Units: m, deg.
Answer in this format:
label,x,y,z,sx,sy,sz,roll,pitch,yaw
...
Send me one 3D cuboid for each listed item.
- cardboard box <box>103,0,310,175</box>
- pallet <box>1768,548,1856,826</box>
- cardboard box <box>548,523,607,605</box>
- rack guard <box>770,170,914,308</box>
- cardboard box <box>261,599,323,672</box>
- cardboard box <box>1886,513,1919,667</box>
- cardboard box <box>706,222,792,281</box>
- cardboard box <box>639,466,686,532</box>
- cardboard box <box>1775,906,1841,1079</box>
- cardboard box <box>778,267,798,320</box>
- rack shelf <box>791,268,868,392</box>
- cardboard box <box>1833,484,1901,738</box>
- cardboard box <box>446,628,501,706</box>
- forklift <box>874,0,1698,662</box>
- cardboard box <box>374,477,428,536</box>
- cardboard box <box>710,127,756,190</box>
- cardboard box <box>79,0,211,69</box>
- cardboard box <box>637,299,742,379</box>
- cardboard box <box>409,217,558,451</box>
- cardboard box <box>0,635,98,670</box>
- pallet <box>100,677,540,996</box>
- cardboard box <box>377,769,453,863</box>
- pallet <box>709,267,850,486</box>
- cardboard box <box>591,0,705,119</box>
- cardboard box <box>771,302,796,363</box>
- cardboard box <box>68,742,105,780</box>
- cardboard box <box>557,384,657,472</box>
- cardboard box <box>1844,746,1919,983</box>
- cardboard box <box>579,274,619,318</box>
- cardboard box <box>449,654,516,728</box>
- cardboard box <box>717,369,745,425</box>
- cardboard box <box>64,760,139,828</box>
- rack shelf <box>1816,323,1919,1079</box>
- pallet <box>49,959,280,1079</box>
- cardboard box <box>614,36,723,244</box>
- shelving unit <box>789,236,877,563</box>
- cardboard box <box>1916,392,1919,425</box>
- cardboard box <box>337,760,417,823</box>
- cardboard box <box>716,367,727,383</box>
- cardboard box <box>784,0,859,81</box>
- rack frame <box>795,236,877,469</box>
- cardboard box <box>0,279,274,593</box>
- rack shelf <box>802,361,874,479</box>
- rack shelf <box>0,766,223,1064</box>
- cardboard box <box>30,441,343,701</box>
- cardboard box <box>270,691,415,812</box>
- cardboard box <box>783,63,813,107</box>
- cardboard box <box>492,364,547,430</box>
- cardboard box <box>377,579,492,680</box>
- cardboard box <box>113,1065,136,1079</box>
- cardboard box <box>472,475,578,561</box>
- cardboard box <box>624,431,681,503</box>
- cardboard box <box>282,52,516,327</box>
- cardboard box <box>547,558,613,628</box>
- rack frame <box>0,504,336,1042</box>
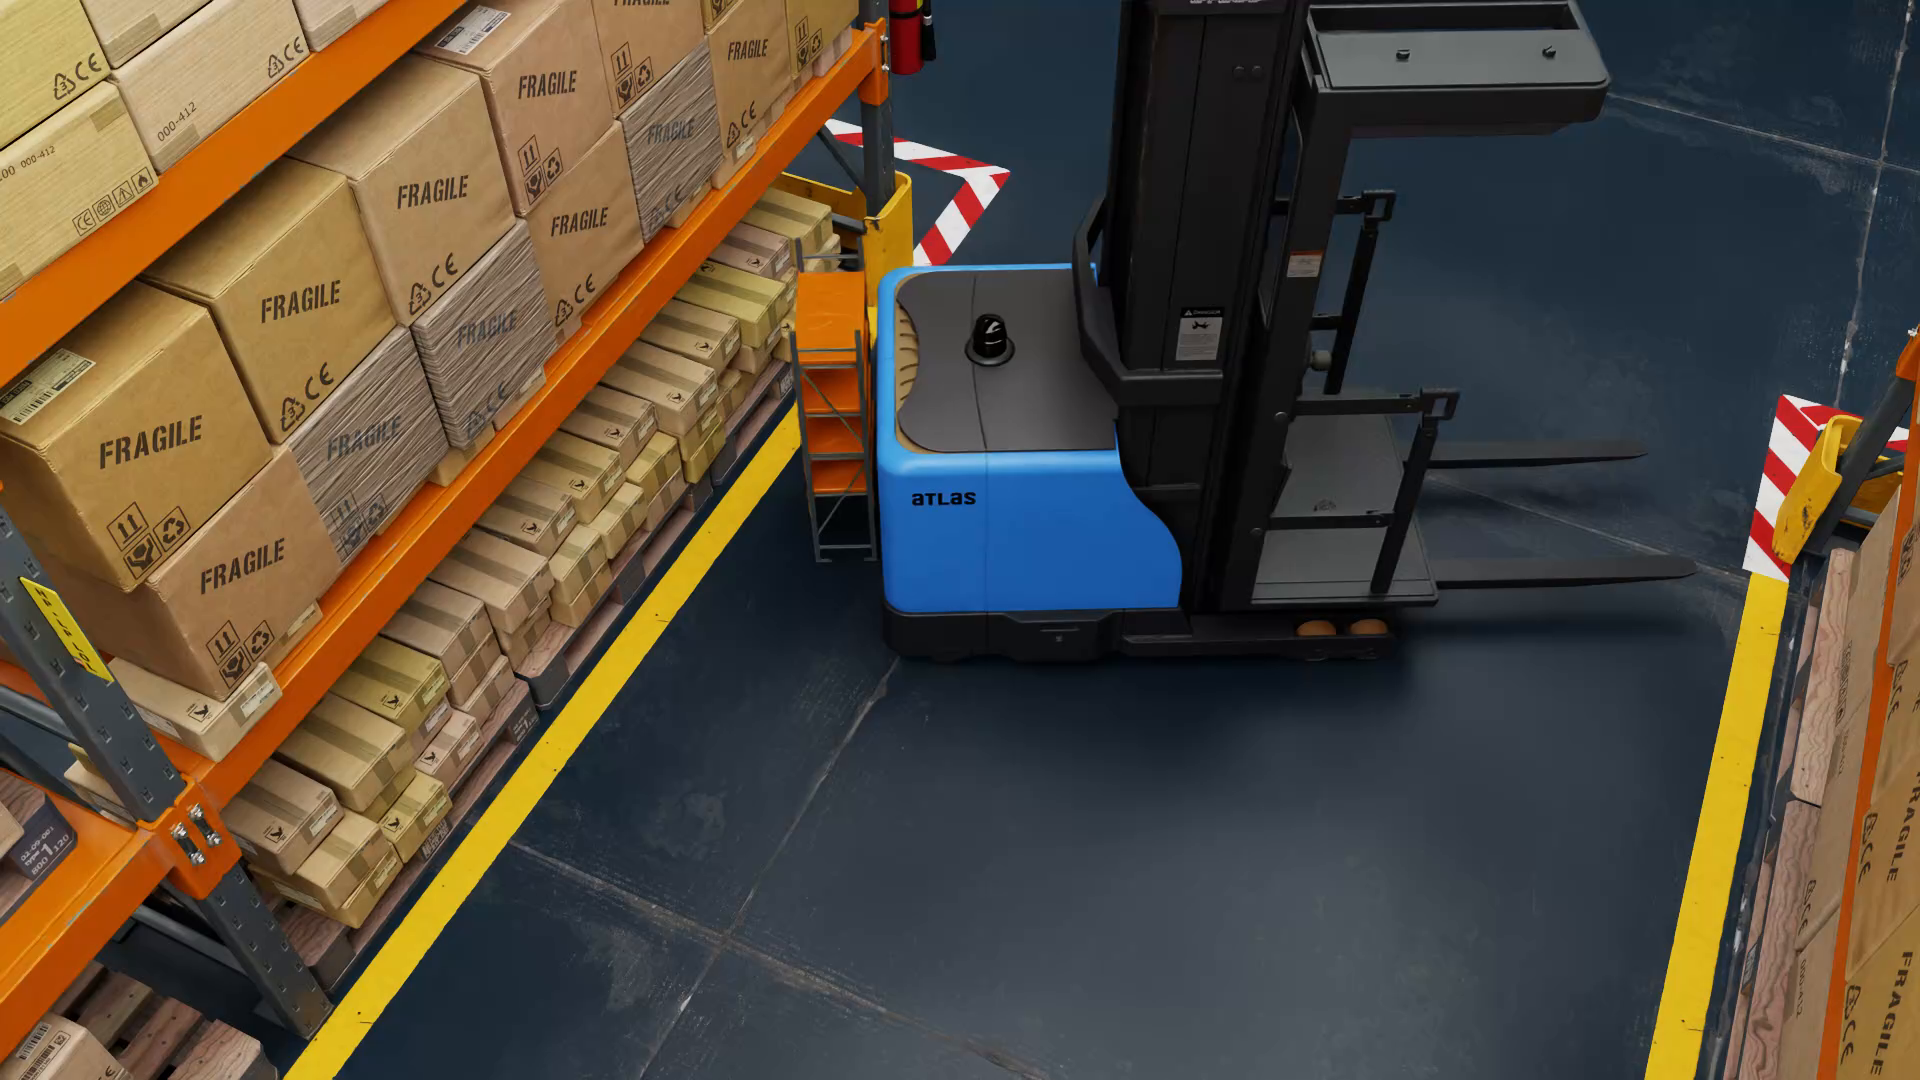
label,x,y,z,sx,sy,sz,roll,pitch,yaw
cardboard box,-1.826,-1.106,3.666,0.500,0.250,0.500,19,52,16
pallet,3.488,0.664,5.861,1.003,0.211,1.213,20,52,16
cardboard box,-1.504,0.041,5.961,0.380,0.149,0.250,19,52,16
rack guard,-0.792,-1.494,7.508,1.175,0.500,0.348,20,52,16
cardboard box,-2.008,0.189,4.600,0.380,0.149,0.250,21,53,17
cardboard box,2.870,0.091,4.452,0.500,0.500,0.500,20,52,16
cardboard box,-0.916,-1.160,6.788,0.380,0.149,0.250,21,53,17
cardboard box,-1.286,-0.222,6.381,0.380,0.149,0.250,21,53,17
cardboard box,2.798,1.619,4.624,0.875,0.438,0.875,18,52,15
cardboard box,-0.887,-1.046,6.887,0.380,0.149,0.250,19,52,15
rack shelf,-0.458,-0.750,5.898,0.258,0.148,0.480,-1,50,-1
cardboard box,3.568,0.366,5.691,0.875,0.438,0.875,18,52,15
cardboard box,-1.808,0.376,5.676,0.380,0.149,0.250,17,52,14
forklift,1.217,-0.907,5.412,3.031,2.935,1.130,-1,50,-1
cardboard box,-1.821,-0.197,4.928,0.380,0.149,0.250,18,52,14
cardboard box,-0.965,-1.439,5.985,0.380,0.149,0.250,21,53,17
cardboard box,-1.828,-1.282,3.488,0.500,0.250,0.500,20,52,16
cardboard box,-1.080,-0.783,6.467,0.380,0.149,0.250,18,52,15
cardboard box,-1.576,-0.668,4.903,0.500,0.500,0.500,19,52,15
cardboard box,-2.558,0.207,4.585,0.380,0.149,0.250,19,52,16
pallet,-2.213,0.828,5.722,1.003,0.211,1.213,20,52,16
cardboard box,-1.909,0.856,5.463,0.380,0.149,0.250,21,53,17
pallet,-1.171,-0.852,7.152,1.003,0.211,1.213,20,52,16
cardboard box,-1.161,-1.703,5.127,0.500,0.500,0.500,22,53,18
cardboard box,-0.814,-0.928,6.982,0.380,0.149,0.250,21,53,17
cardboard box,-2.552,0.663,5.237,0.380,0.149,0.250,21,53,17
cardboard box,-1.357,-0.434,6.171,0.380,0.149,0.250,18,52,15
cardboard box,2.434,0.797,3.852,0.500,0.500,0.500,19,52,16
cardboard box,-1.372,-0.912,5.537,0.380,0.149,0.250,21,53,17
cardboard box,-1.786,0.477,5.786,0.380,0.149,0.250,19,52,15
cardboard box,-1.099,-0.600,6.702,0.380,0.149,0.250,20,53,16
cardboard box,-2.621,0.769,5.342,0.380,0.149,0.250,21,53,17
rack shelf,2.905,0.795,4.391,1.077,0.370,4.000,20,52,16
pallet,-2.800,1.838,4.862,1.003,0.211,1.213,20,52,16
cardboard box,-1.151,-1.387,5.515,0.500,0.500,0.500,20,52,16
shelving unit,-0.454,-0.495,6.197,0.258,1.200,0.503,-1,50,-1
cardboard box,3.295,-0.611,5.050,0.500,0.500,0.500,19,52,16
cardboard box,-1.997,0.740,5.366,0.380,0.149,0.250,20,53,16
cardboard box,-1.155,-0.699,6.591,0.380,0.149,0.250,19,52,16
cardboard box,-0.719,-2.092,6.115,0.500,0.500,0.500,21,53,17
rack frame,-0.460,-0.681,6.355,0.240,1.200,0.015,-1,50,-1
cardboard box,-2.055,-0.286,3.922,0.500,0.500,0.500,21,53,17
rack shelf,-0.454,-0.451,6.248,0.258,0.148,0.480,-1,50,-1
rack shelf,-3.323,2.008,3.359,1.077,0.370,4.000,20,52,16
cardboard box,-2.029,0.010,4.326,0.500,0.500,0.500,19,52,15
cardboard box,-1.963,0.653,5.246,0.380,0.149,0.250,22,53,18
cardboard box,-0.783,-1.799,6.292,0.380,0.149,0.250,20,52,16
cardboard box,-1.533,-0.532,5.213,0.380,0.149,0.250,22,53,18
cardboard box,-1.808,0.276,5.567,0.380,0.149,0.250,19,52,15
cardboard box,-2.557,1.664,4.546,0.500,0.500,0.500,19,52,15
cardboard box,-1.584,-0.088,5.876,0.380,0.149,0.250,18,52,15
cardboard box,-1.283,-0.319,6.268,0.380,0.149,0.250,22,53,18
cardboard box,-1.604,-0.985,4.516,0.500,0.500,0.500,21,53,17
cardboard box,-1.505,0.133,6.079,0.380,0.149,0.250,19,52,15
rack frame,-2.468,0.398,4.257,1.000,3.000,0.127,20,52,16
